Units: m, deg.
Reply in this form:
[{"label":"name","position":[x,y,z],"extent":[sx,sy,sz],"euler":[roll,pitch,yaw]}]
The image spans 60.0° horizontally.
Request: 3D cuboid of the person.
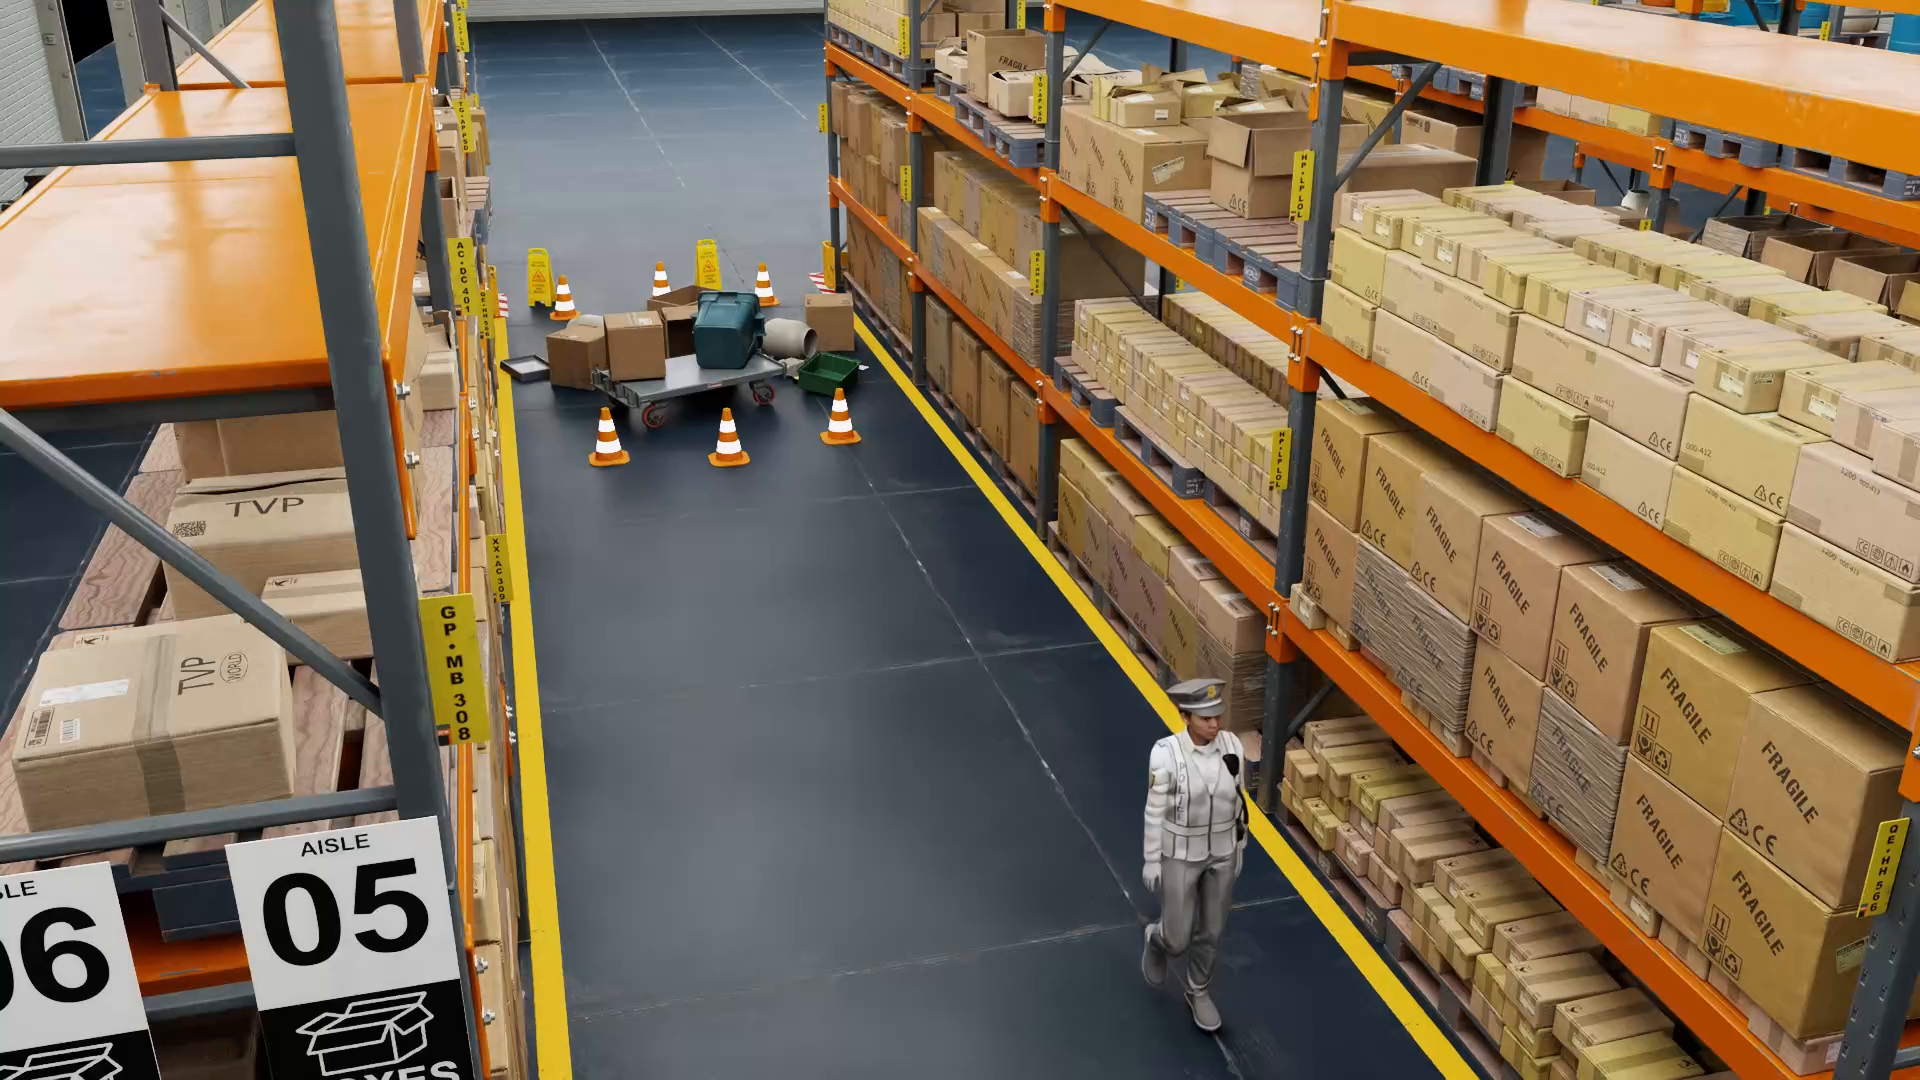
[{"label":"person","position":[-0.890,-0.544,8.882],"extent":[5.278,2.350,21.920],"euler":[-6,24,-14]}]
